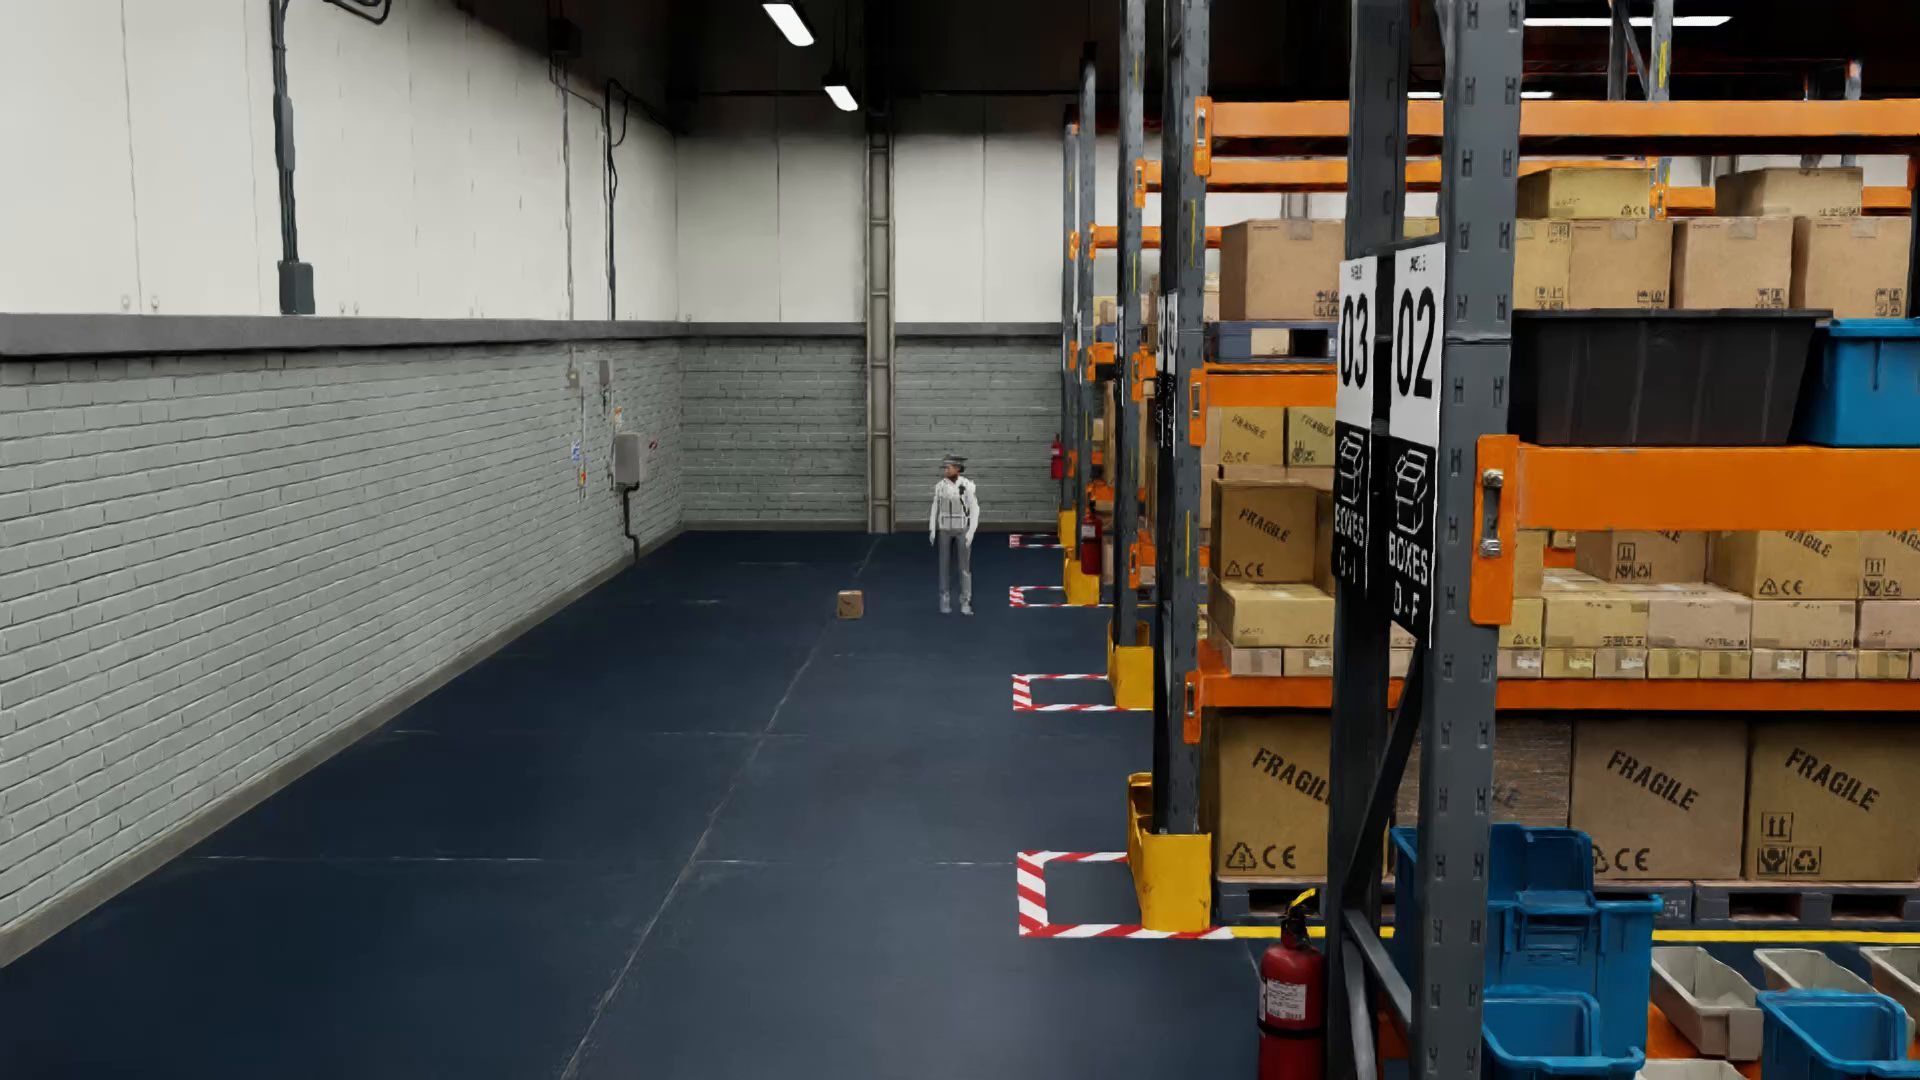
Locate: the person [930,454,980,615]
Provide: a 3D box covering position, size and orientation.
[{"bbox_3d":[-0.078,-0.058,17.685,0.509,1.714,0.378,2,8,16],"label":"person"}]
